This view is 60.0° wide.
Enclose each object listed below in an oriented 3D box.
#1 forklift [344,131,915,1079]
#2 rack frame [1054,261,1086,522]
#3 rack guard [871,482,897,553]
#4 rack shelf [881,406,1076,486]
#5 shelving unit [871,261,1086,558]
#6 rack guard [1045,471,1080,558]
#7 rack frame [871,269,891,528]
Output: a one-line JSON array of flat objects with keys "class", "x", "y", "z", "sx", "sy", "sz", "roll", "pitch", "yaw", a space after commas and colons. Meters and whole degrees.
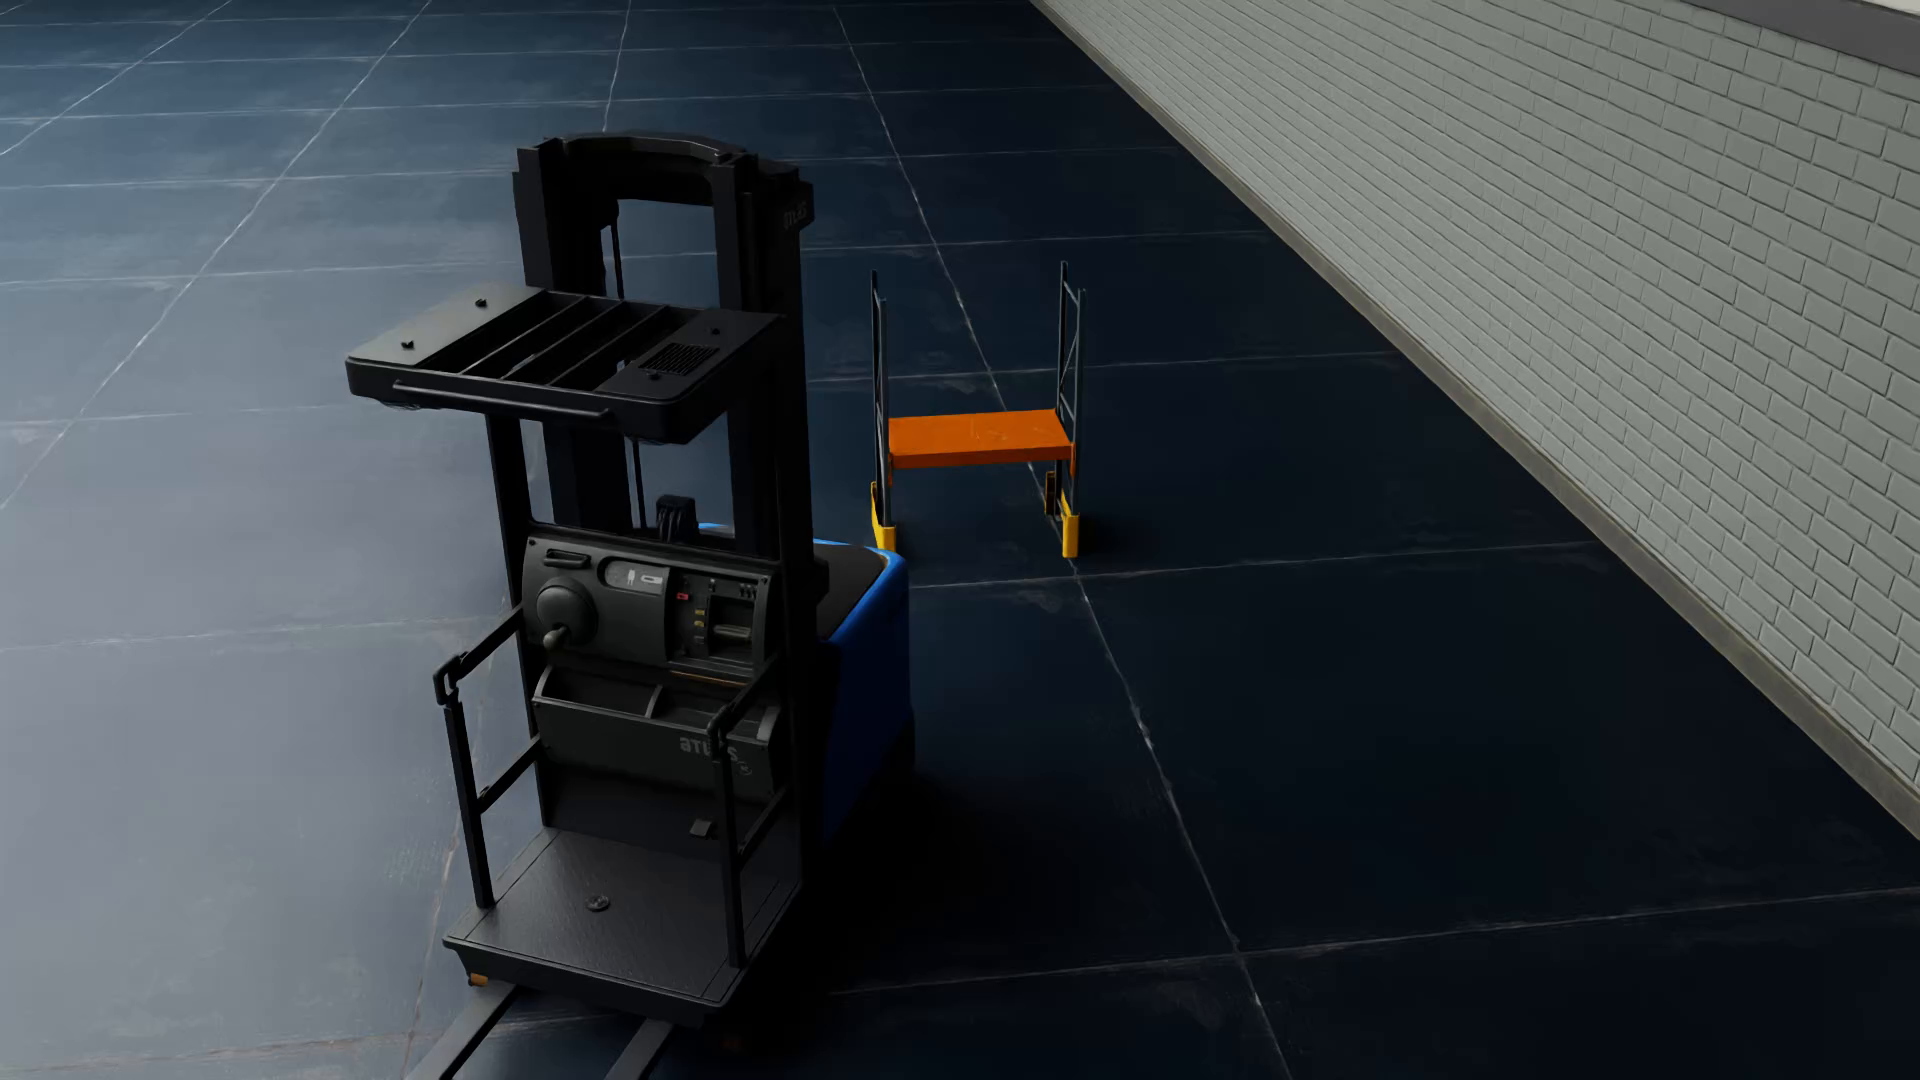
[{"class": "forklift", "x": -1.143, "y": 0.269, "z": 5.515, "sx": 1.130, "sy": 2.935, "sz": 3.031, "roll": 9, "pitch": 28, "yaw": 16}, {"class": "rack frame", "x": 0.588, "y": -0.705, "z": 8.981, "sx": 0.032, "sy": 1.500, "sz": 0.500, "roll": -4, "pitch": 27, "yaw": -7}, {"class": "rack guard", "x": -0.418, "y": -0.084, "z": 9.141, "sx": 0.087, "sy": 0.250, "sz": 0.587, "roll": -4, "pitch": 27, "yaw": -7}, {"class": "rack shelf", "x": 0.084, "y": -0.513, "z": 9.000, "sx": 1.000, "sy": 0.185, "sz": 0.538, "roll": -4, "pitch": 27, "yaw": -7}, {"class": "shelving unit", "x": 0.075, "y": -0.672, "z": 8.917, "sx": 1.083, "sy": 1.500, "sz": 0.587, "roll": -4, "pitch": 27, "yaw": -7}, {"class": "rack guard", "x": 0.569, "y": -0.148, "z": 9.264, "sx": 0.087, "sy": 0.250, "sz": 0.587, "roll": -4, "pitch": 27, "yaw": -7}, {"class": "rack frame", "x": -0.419, "y": -0.640, "z": 8.855, "sx": 0.032, "sy": 1.500, "sz": 0.500, "roll": -4, "pitch": 27, "yaw": -7}]
